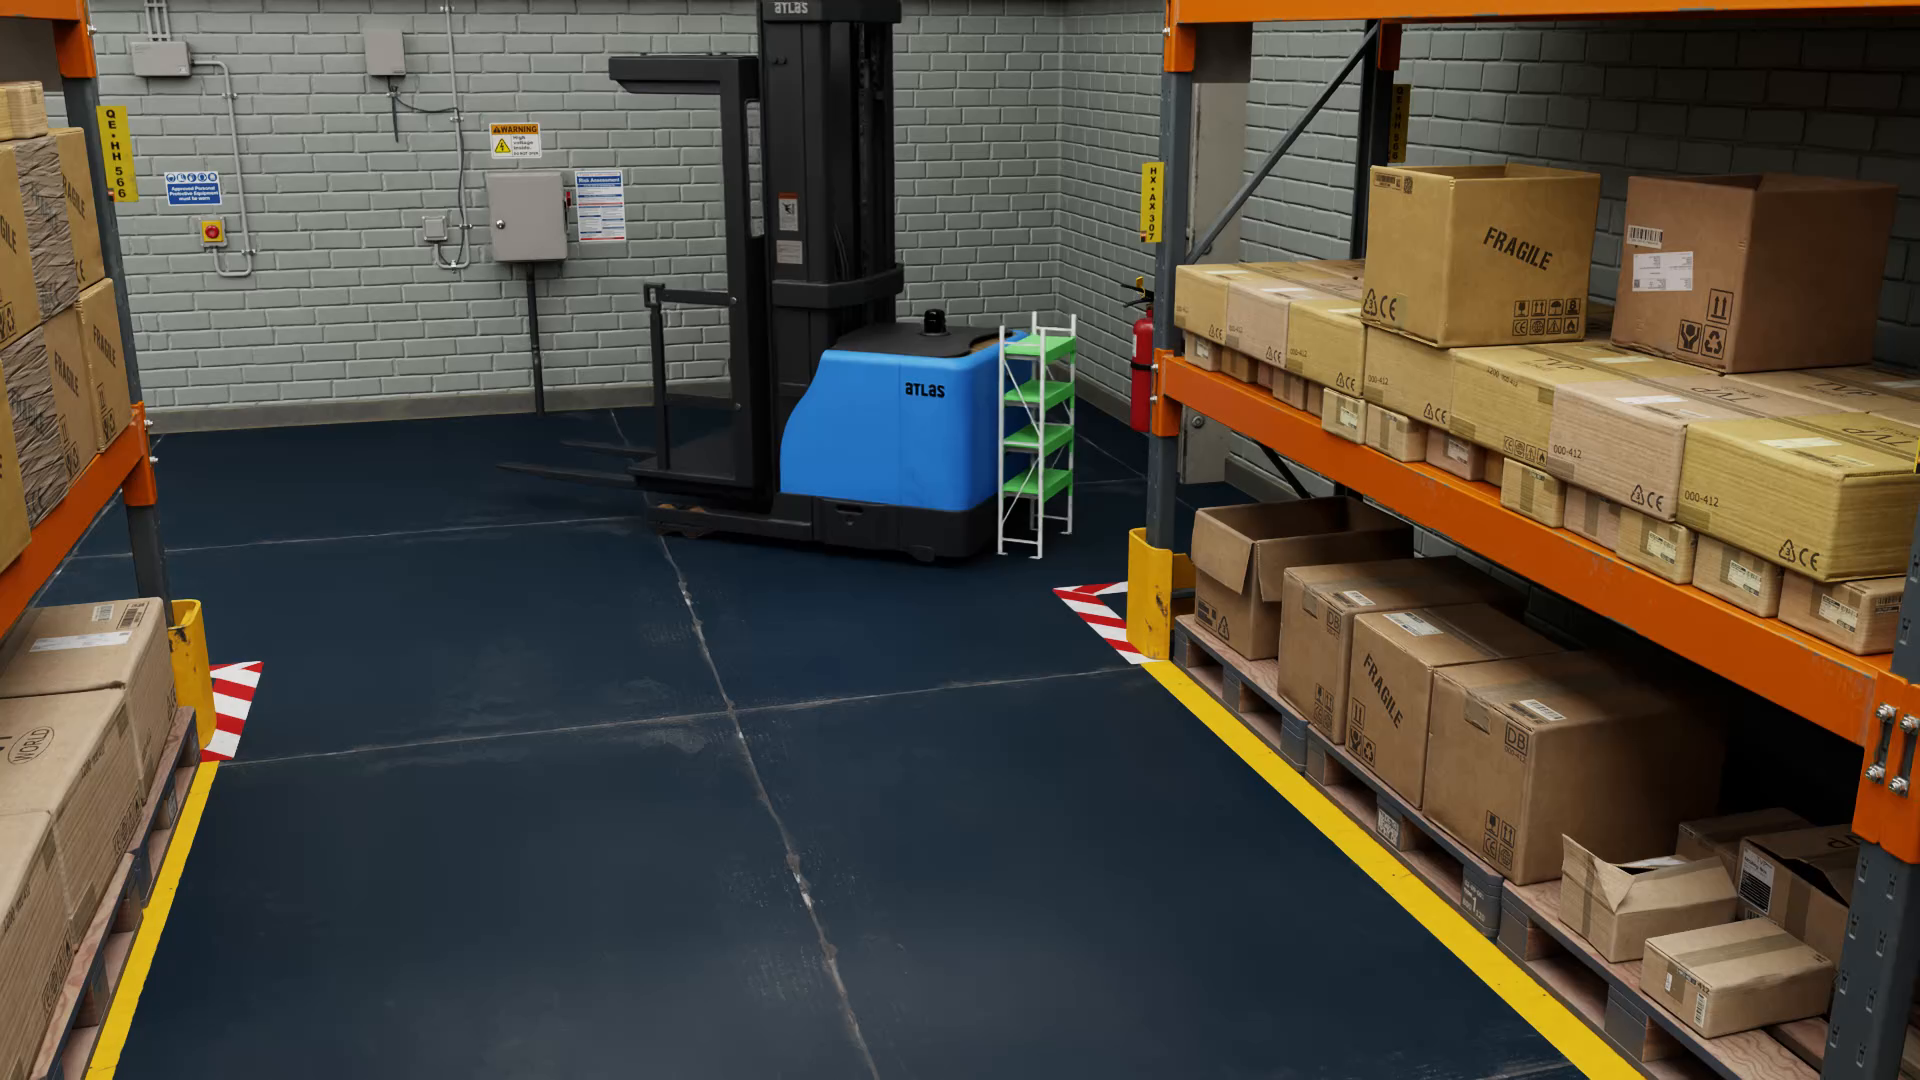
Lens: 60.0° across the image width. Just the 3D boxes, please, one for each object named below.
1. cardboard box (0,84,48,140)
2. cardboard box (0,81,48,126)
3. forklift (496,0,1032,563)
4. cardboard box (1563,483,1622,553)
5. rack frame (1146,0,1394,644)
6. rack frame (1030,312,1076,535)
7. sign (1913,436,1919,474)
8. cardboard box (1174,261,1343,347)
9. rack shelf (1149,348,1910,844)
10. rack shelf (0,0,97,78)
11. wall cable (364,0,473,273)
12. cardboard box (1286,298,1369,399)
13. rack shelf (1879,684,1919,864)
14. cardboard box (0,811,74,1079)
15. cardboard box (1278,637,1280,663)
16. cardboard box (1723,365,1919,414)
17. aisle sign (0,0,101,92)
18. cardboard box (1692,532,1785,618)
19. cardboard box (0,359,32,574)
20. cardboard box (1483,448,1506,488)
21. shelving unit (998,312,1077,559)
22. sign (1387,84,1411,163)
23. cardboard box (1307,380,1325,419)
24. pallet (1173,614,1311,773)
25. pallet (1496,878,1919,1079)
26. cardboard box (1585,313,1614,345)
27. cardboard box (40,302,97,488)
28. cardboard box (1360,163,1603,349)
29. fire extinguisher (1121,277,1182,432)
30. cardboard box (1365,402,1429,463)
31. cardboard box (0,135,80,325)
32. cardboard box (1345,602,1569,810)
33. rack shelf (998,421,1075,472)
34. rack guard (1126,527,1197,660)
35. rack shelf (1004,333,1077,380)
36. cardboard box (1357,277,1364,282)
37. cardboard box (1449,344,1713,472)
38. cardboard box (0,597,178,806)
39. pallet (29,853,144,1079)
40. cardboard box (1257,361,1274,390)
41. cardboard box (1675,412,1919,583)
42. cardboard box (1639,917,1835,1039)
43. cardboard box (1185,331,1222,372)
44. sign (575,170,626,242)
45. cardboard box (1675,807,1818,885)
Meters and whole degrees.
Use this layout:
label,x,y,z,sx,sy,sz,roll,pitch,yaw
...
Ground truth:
label,x,y,z,sx,sy,sz,roll,pitch,yaw
cardboard box,-2.916,-1.253,4.868,0.380,0.149,0.250,-5,17,-16
cardboard box,-3.161,-1.386,5.311,0.380,0.149,0.250,-4,17,-15
forklift,-1.162,-1.543,8.993,3.031,2.935,1.130,7,18,22
cardboard box,1.855,-0.082,4.446,0.380,0.149,0.250,-4,17,-14
rack frame,1.320,-1.025,7.151,1.000,3.000,0.127,-5,17,-15
rack frame,0.496,-0.619,8.928,0.240,1.200,0.015,7,18,21
sign,1.899,-0.288,3.193,0.100,0.325,0.005,-5,17,-15
cardboard box,1.185,-0.949,6.641,0.500,0.250,0.500,-5,17,-15
rack shelf,1.869,-0.127,5.412,1.077,0.370,4.000,-5,17,-15
rack shelf,-2.902,-1.170,3.671,1.077,0.370,4.000,-5,17,-15
wall cable,-3.664,-2.791,11.265,0.588,1.984,0.122,-5,17,-15
cardboard box,1.466,-0.670,5.711,0.500,0.250,0.500,-5,17,-16
rack shelf,2.968,0.979,1.729,1.077,0.370,4.000,-5,17,-15
cardboard box,-2.669,1.071,3.896,0.875,0.438,0.875,-5,17,-17
cardboard box,1.476,0.436,6.511,0.380,0.149,0.250,-5,18,-17
cardboard box,2.398,-0.286,4.433,0.500,0.250,0.500,-5,17,-16
aisle sign,-3.174,-1.921,5.615,0.394,0.787,0.004,-5,17,-15
cardboard box,1.996,0.063,3.965,0.380,0.149,0.250,-4,17,-14
cardboard box,-2.636,-0.144,4.042,0.500,0.500,0.500,-4,17,-14
cardboard box,1.795,-0.230,4.941,0.380,0.149,0.250,-4,17,-14
shelving unit,0.404,-0.554,8.711,0.258,1.200,0.503,7,18,21
sign,1.859,-1.769,7.066,0.100,0.325,0.005,-5,17,-15
cardboard box,1.455,-0.508,5.865,0.380,0.149,0.250,-4,17,-14
pallet,1.560,0.552,6.748,1.003,0.211,1.213,-5,17,-15
pallet,2.231,1.227,4.501,1.003,0.211,1.213,-5,17,-15
cardboard box,2.117,-0.565,5.362,0.500,0.250,0.500,-5,17,-15
cardboard box,-2.941,-0.427,4.986,0.500,0.500,0.500,-5,17,-16
cardboard box,1.598,-0.893,5.152,0.500,0.500,0.500,-4,17,-14
fire extinguisher,0.835,-0.814,7.229,0.296,0.674,0.183,-5,17,-15
cardboard box,1.544,-0.361,5.375,0.380,0.149,0.250,-4,17,-14
cardboard box,-2.919,-0.902,4.828,0.500,0.500,0.500,-5,17,-15
cardboard box,1.643,0.541,5.551,0.500,0.500,0.500,-4,17,-14
rack shelf,0.404,-0.493,8.729,0.258,0.148,0.480,7,18,21
rack guard,1.340,0.193,7.440,1.175,0.500,0.348,-5,17,-15
rack shelf,0.404,-0.953,8.591,0.258,0.148,0.480,7,18,21
cardboard box,1.842,-0.847,6.300,0.500,0.250,0.500,-5,17,-15
cardboard box,1.768,-0.387,4.771,0.500,0.250,0.500,-5,17,-16
cardboard box,-3.174,0.569,5.567,0.875,0.438,0.875,-5,18,-17
pallet,-2.825,1.256,4.405,1.003,0.211,1.213,-5,17,-15
cardboard box,1.366,-0.656,6.357,0.380,0.149,0.250,-5,17,-16
cardboard box,2.044,-0.111,3.851,0.500,0.250,0.500,-4,17,-14
cardboard box,1.983,1.115,4.253,0.380,0.149,0.250,-5,18,-17
cardboard box,1.146,-0.792,6.812,0.380,0.149,0.250,-5,17,-16
sign,-2.546,-2.366,11.780,0.329,0.494,0.001,-5,17,-15
cardboard box,2.345,0.924,4.887,0.380,0.149,0.250,-5,17,-16
